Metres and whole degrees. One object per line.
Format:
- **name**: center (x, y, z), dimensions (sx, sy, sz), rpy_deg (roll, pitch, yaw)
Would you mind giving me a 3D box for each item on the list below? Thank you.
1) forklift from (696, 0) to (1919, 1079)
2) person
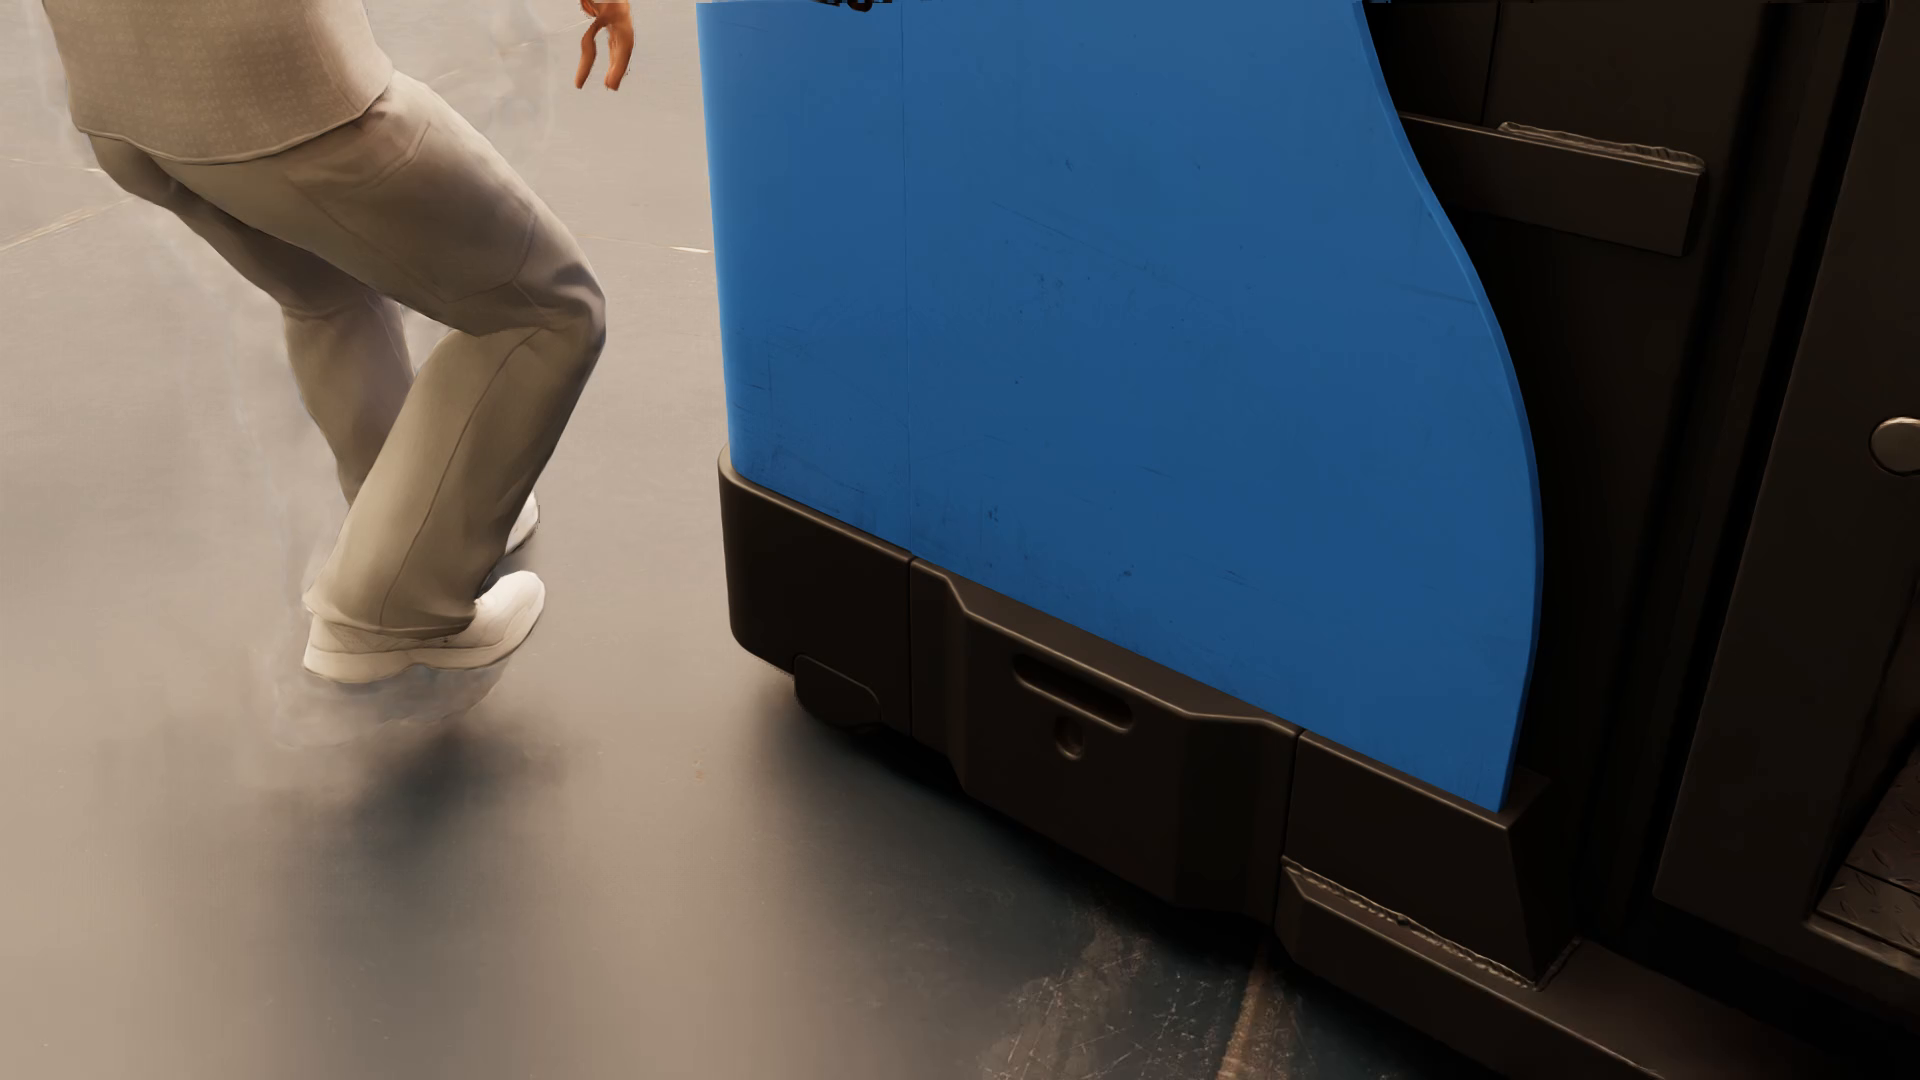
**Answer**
- **forklift**: center (1.145, -0.809, 0.954), dimensions (3.031, 2.935, 1.130), rpy_deg (23, 37, 35)
- **person**: center (-0.667, -0.530, 1.843), dimensions (0.851, 1.598, 0.629), rpy_deg (20, 35, 31)
